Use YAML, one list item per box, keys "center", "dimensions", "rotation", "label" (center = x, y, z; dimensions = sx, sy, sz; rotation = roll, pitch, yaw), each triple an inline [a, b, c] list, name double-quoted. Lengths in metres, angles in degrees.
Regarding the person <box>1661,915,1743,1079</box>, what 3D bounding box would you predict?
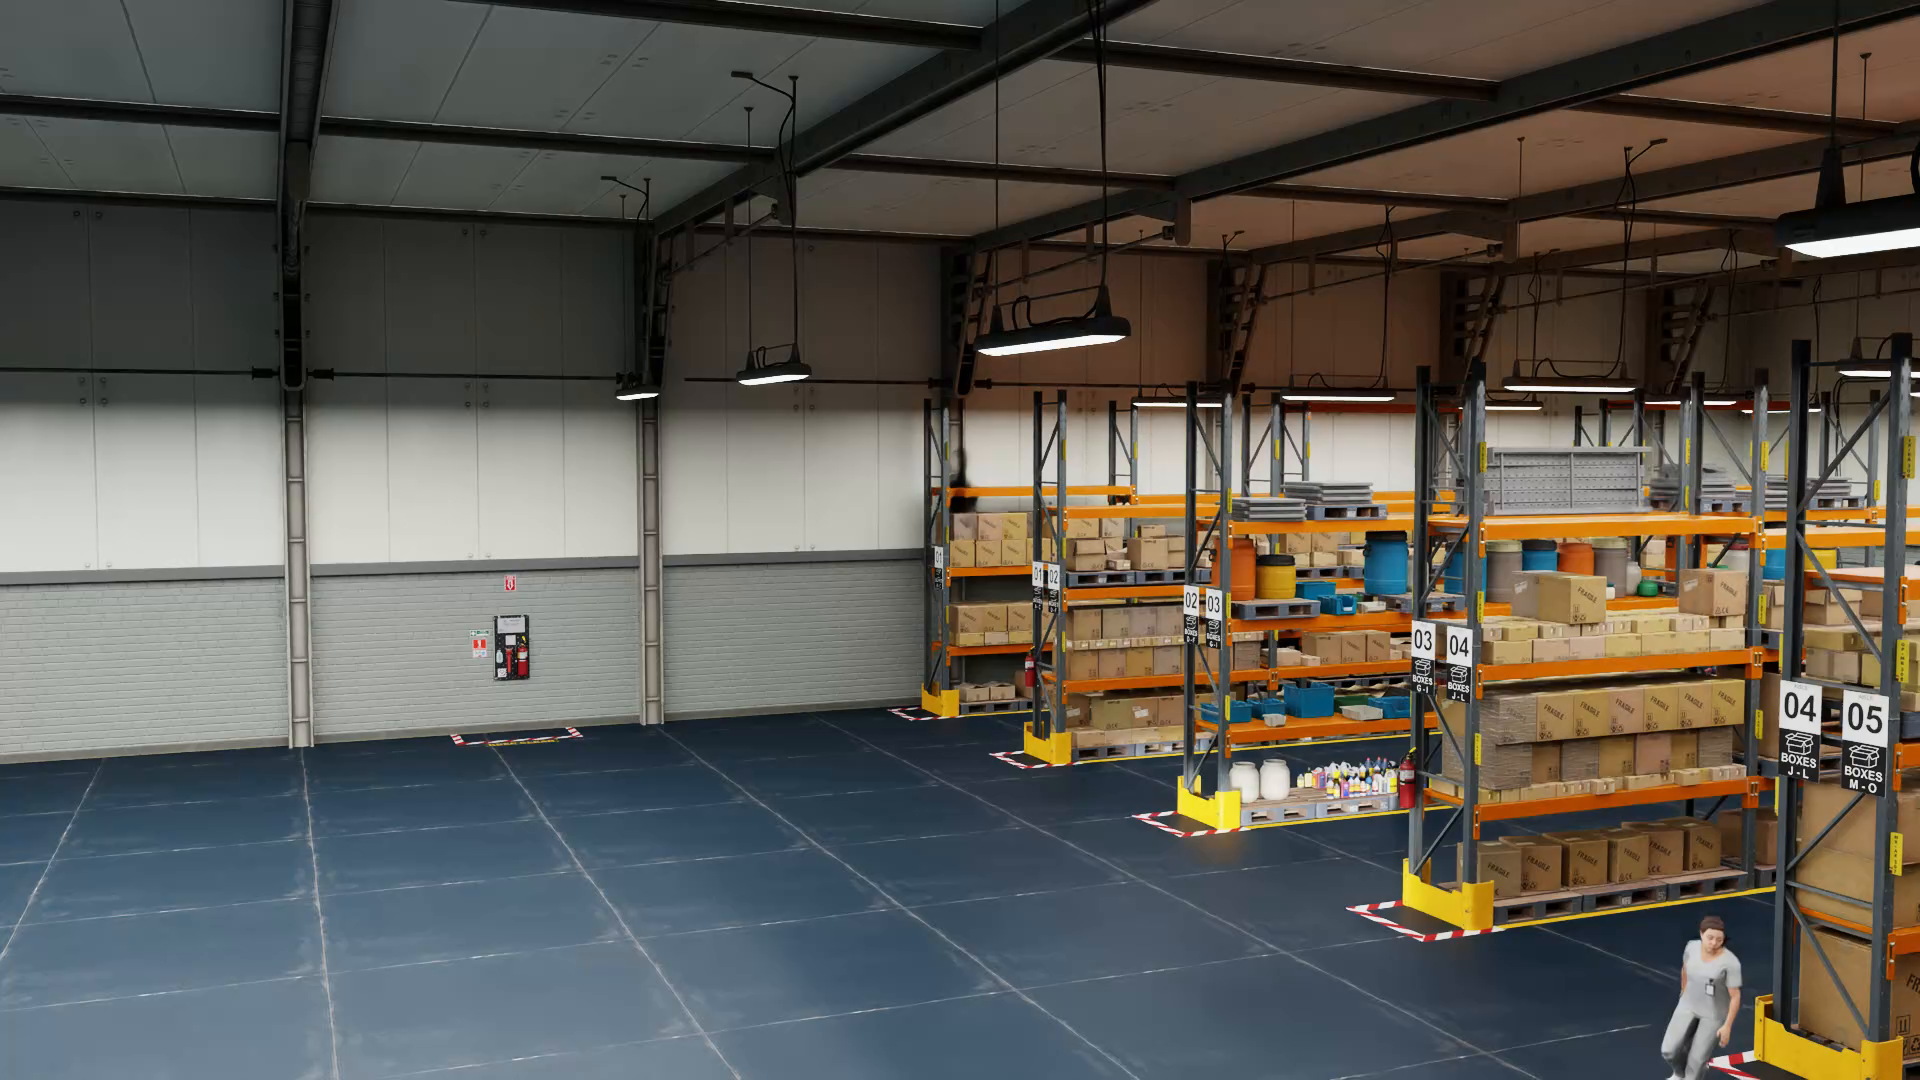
- center: [5.684, 3.582, 12.712]
  dimensions: [0.613, 1.547, 0.547]
  rotation: [3, 5, 42]
  label: "person"
